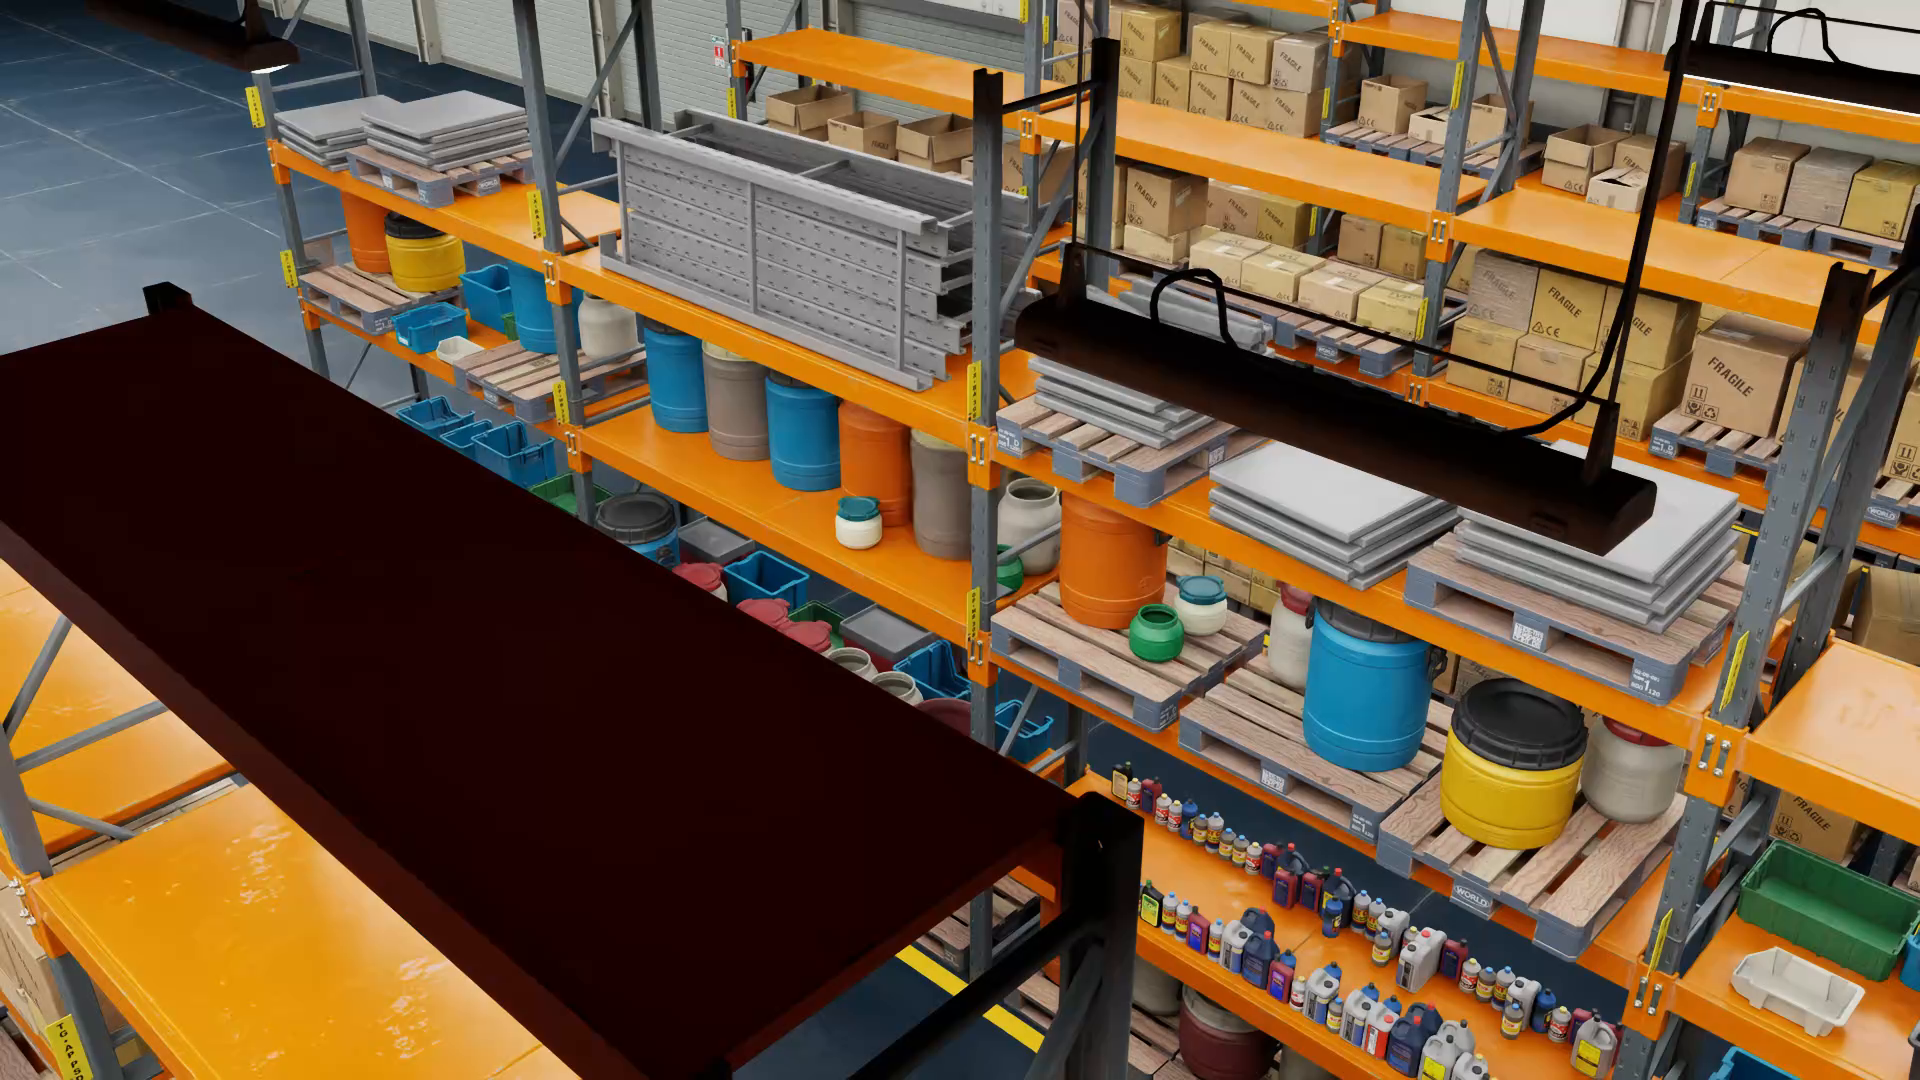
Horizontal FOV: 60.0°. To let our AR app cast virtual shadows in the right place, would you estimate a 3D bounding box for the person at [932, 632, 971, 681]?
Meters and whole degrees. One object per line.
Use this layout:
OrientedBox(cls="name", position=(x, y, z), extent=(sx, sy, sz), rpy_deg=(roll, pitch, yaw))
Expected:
OrientedBox(cls="person", position=(-0.147, 0.973, 12.271), extent=(0.646, 1.625, 0.615), rpy_deg=(6, 30, 10))
